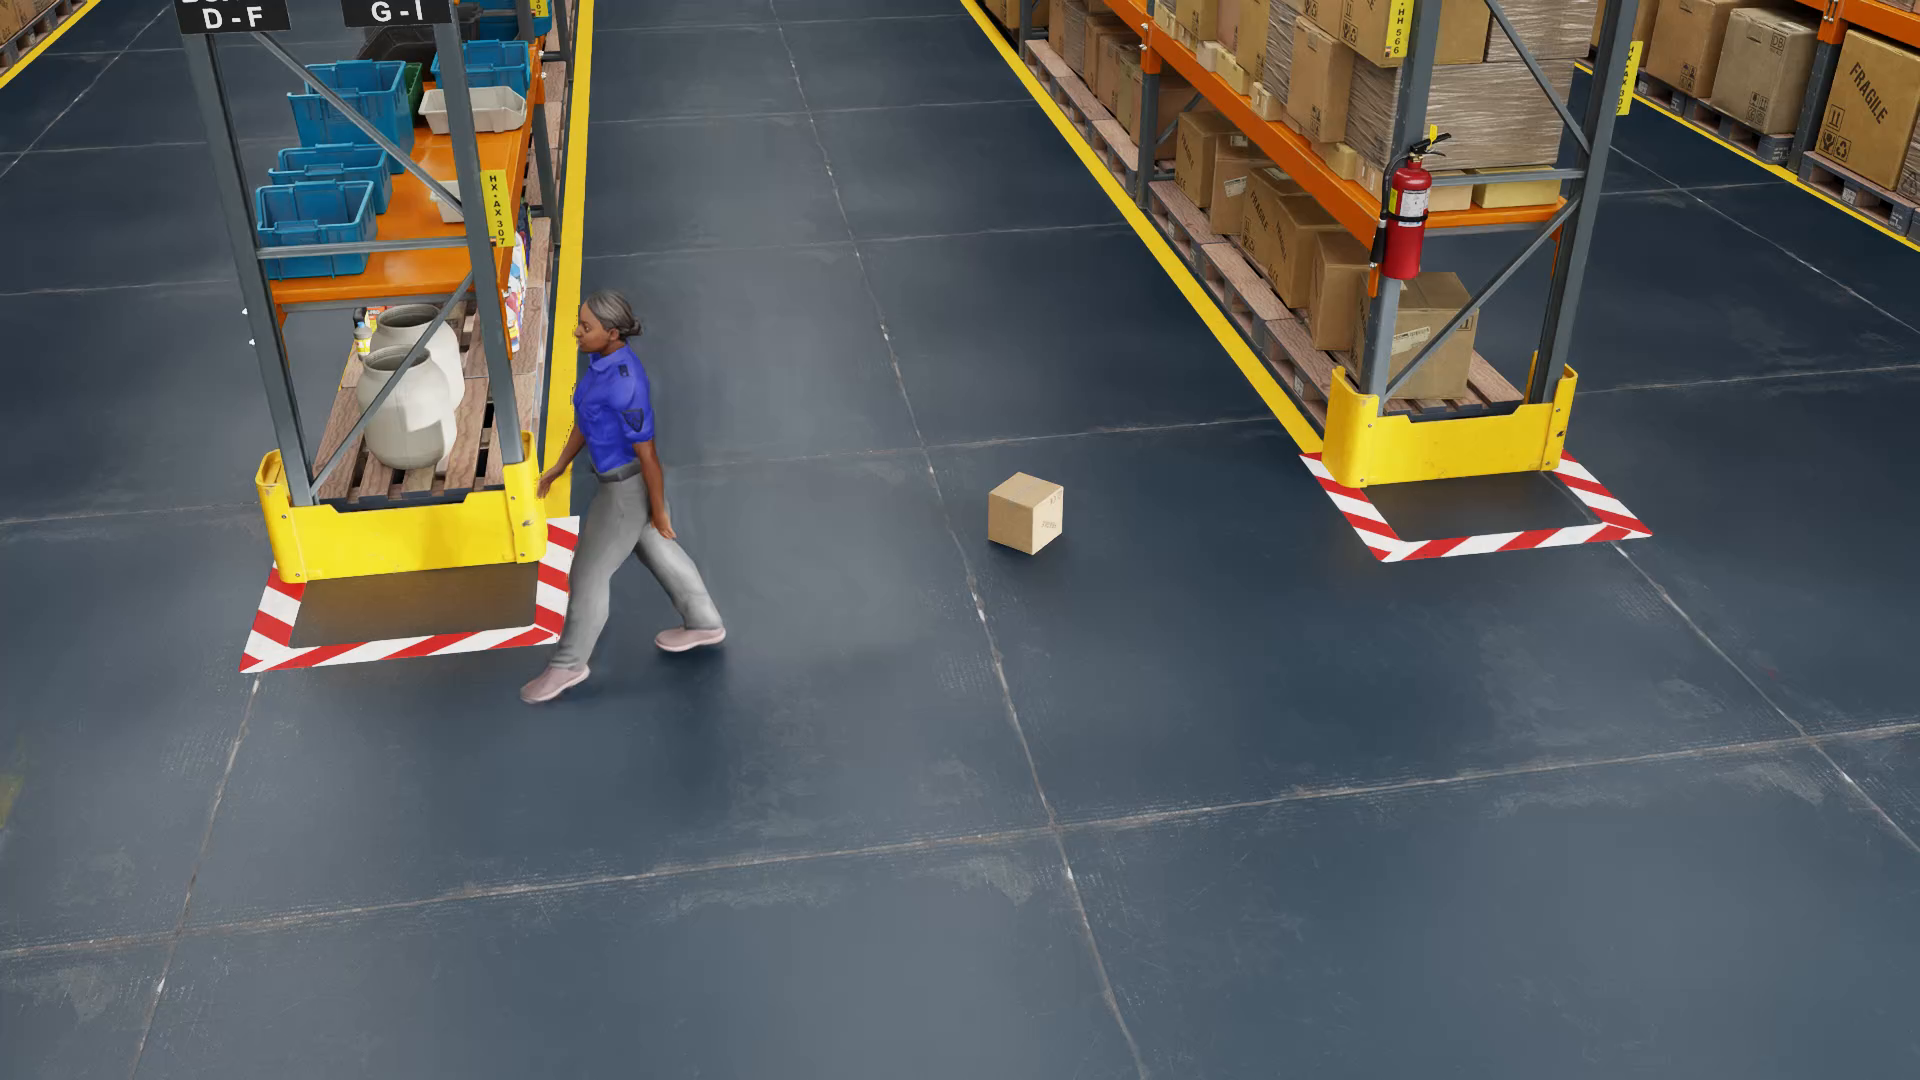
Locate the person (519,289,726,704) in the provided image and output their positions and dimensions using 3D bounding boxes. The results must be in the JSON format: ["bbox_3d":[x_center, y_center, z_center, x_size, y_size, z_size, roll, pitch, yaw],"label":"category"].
[{"bbox_3d":[-1.382,-0.180,6.444,0.855,1.656,0.457,-8,32,-12],"label":"person"}]
